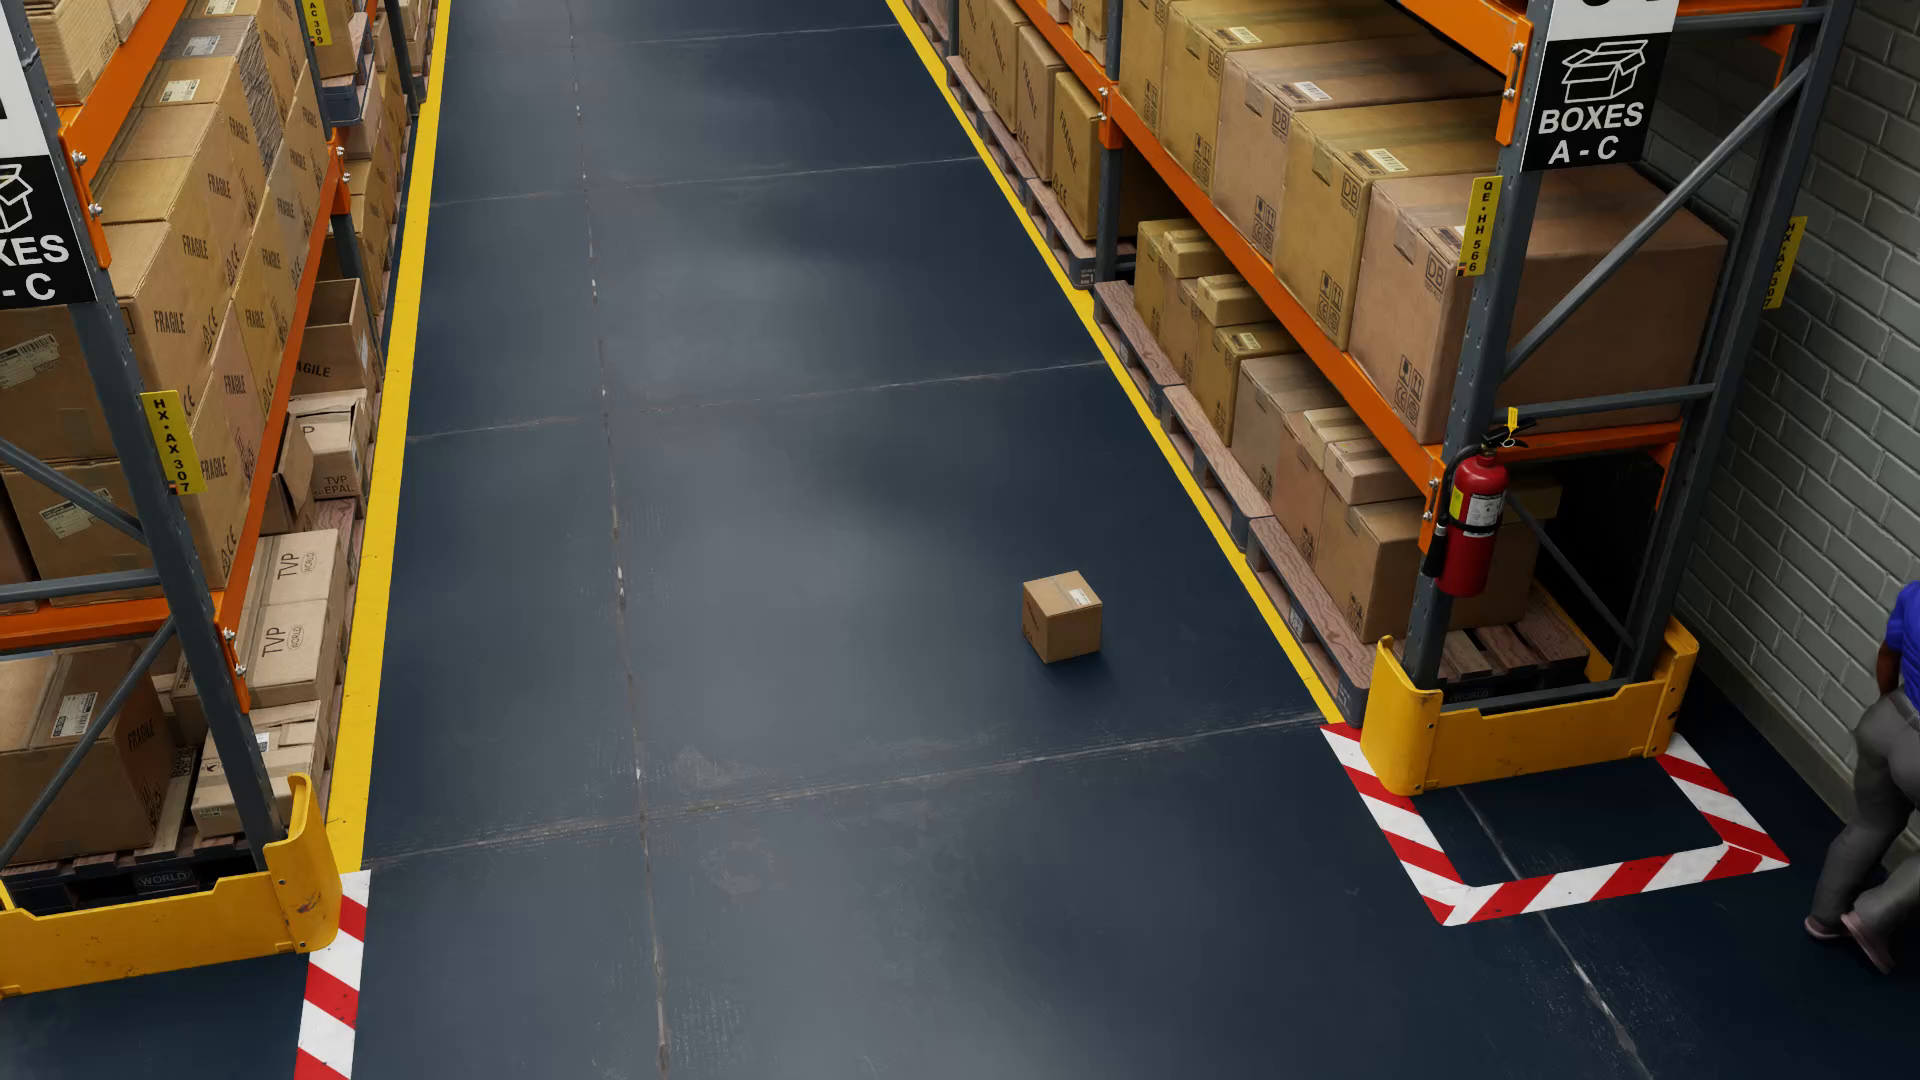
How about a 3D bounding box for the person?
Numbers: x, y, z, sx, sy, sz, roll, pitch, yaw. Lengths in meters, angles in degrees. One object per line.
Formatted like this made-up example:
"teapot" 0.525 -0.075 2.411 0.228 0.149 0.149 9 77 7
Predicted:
"person" 3.030 0.657 5.182 0.445 1.668 0.495 -7 35 -10
